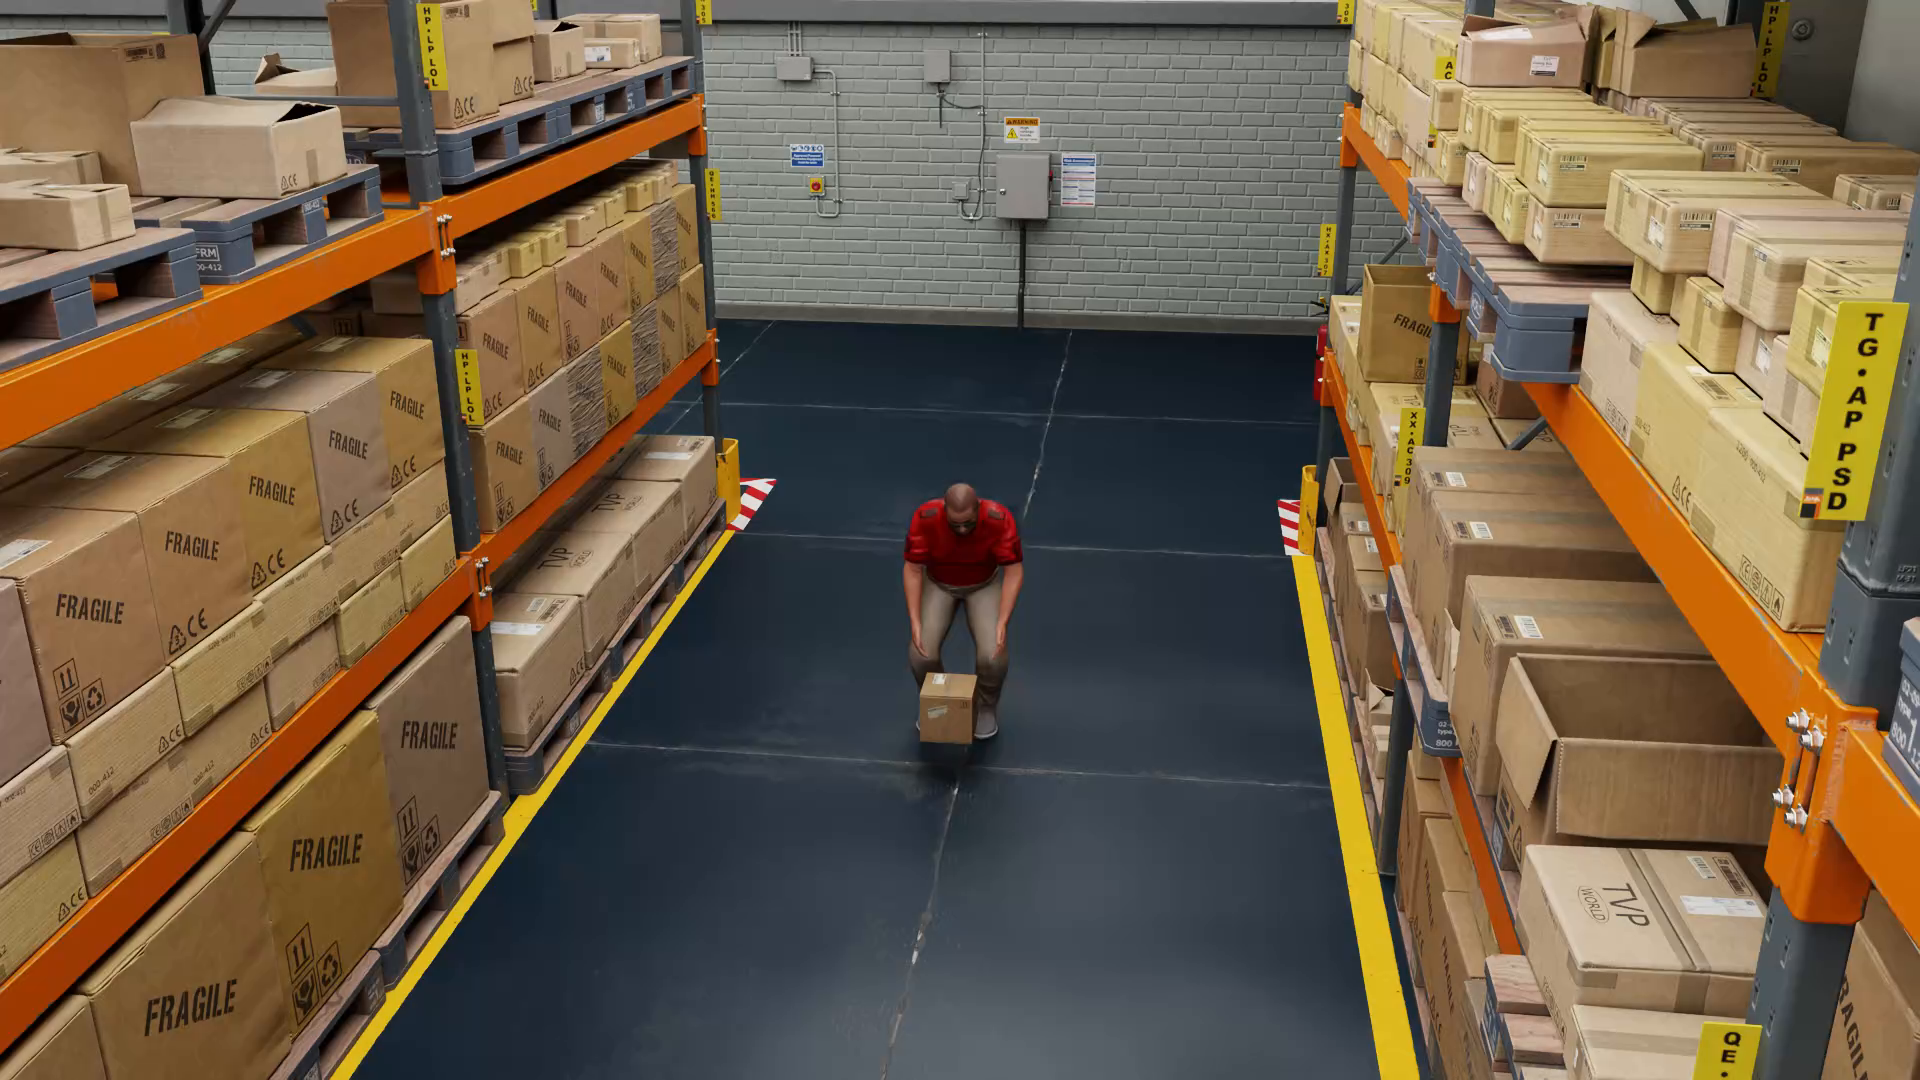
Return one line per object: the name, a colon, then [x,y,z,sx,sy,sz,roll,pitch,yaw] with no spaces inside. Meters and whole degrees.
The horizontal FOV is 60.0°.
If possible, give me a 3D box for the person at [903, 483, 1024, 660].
person: [0.022,0.085,8.135,0.590,0.904,0.613,3,21,7]
